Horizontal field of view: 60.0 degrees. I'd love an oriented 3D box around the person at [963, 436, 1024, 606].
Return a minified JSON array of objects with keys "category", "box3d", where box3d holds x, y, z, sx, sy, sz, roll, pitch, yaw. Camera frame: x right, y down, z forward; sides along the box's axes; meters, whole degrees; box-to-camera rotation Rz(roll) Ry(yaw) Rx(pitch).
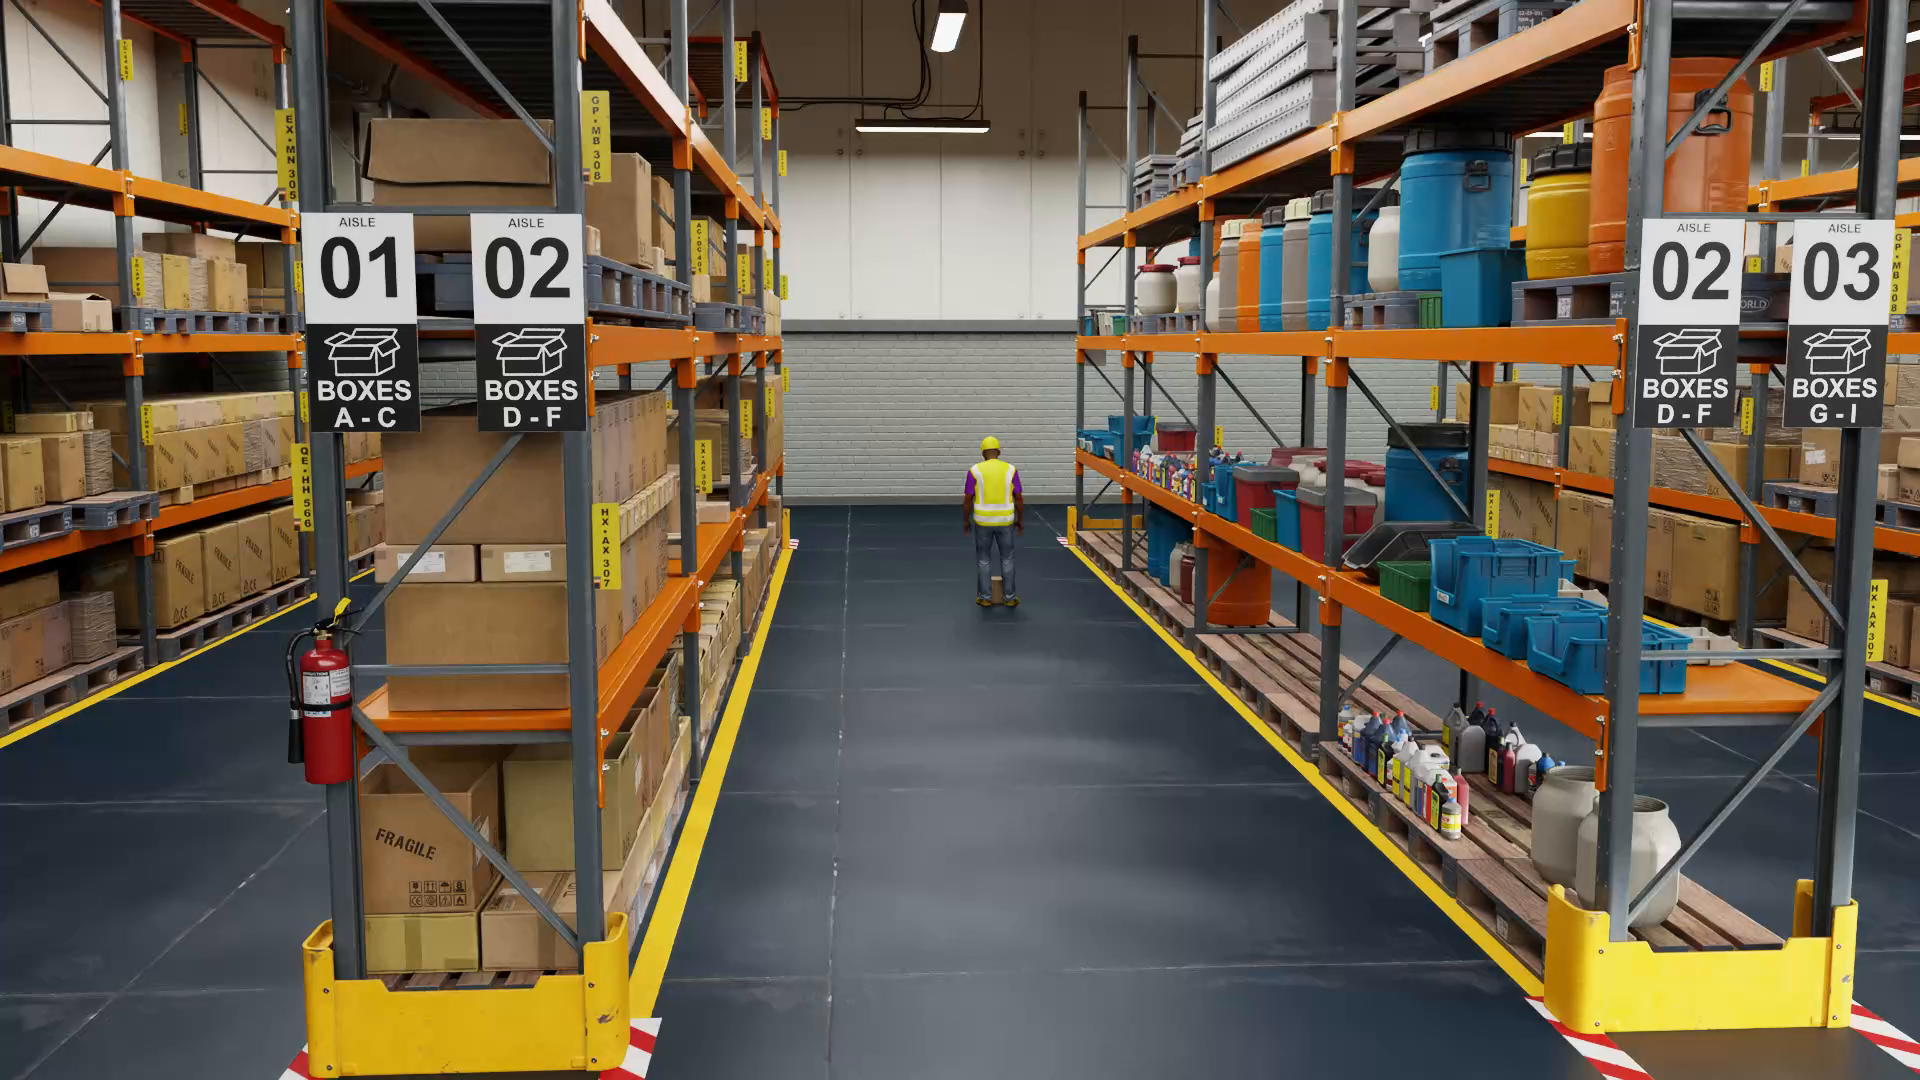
[{"category":"person","box3d":[0.348,-0.194,17.291,0.633,1.760,0.463,-1,7,-5]}]
